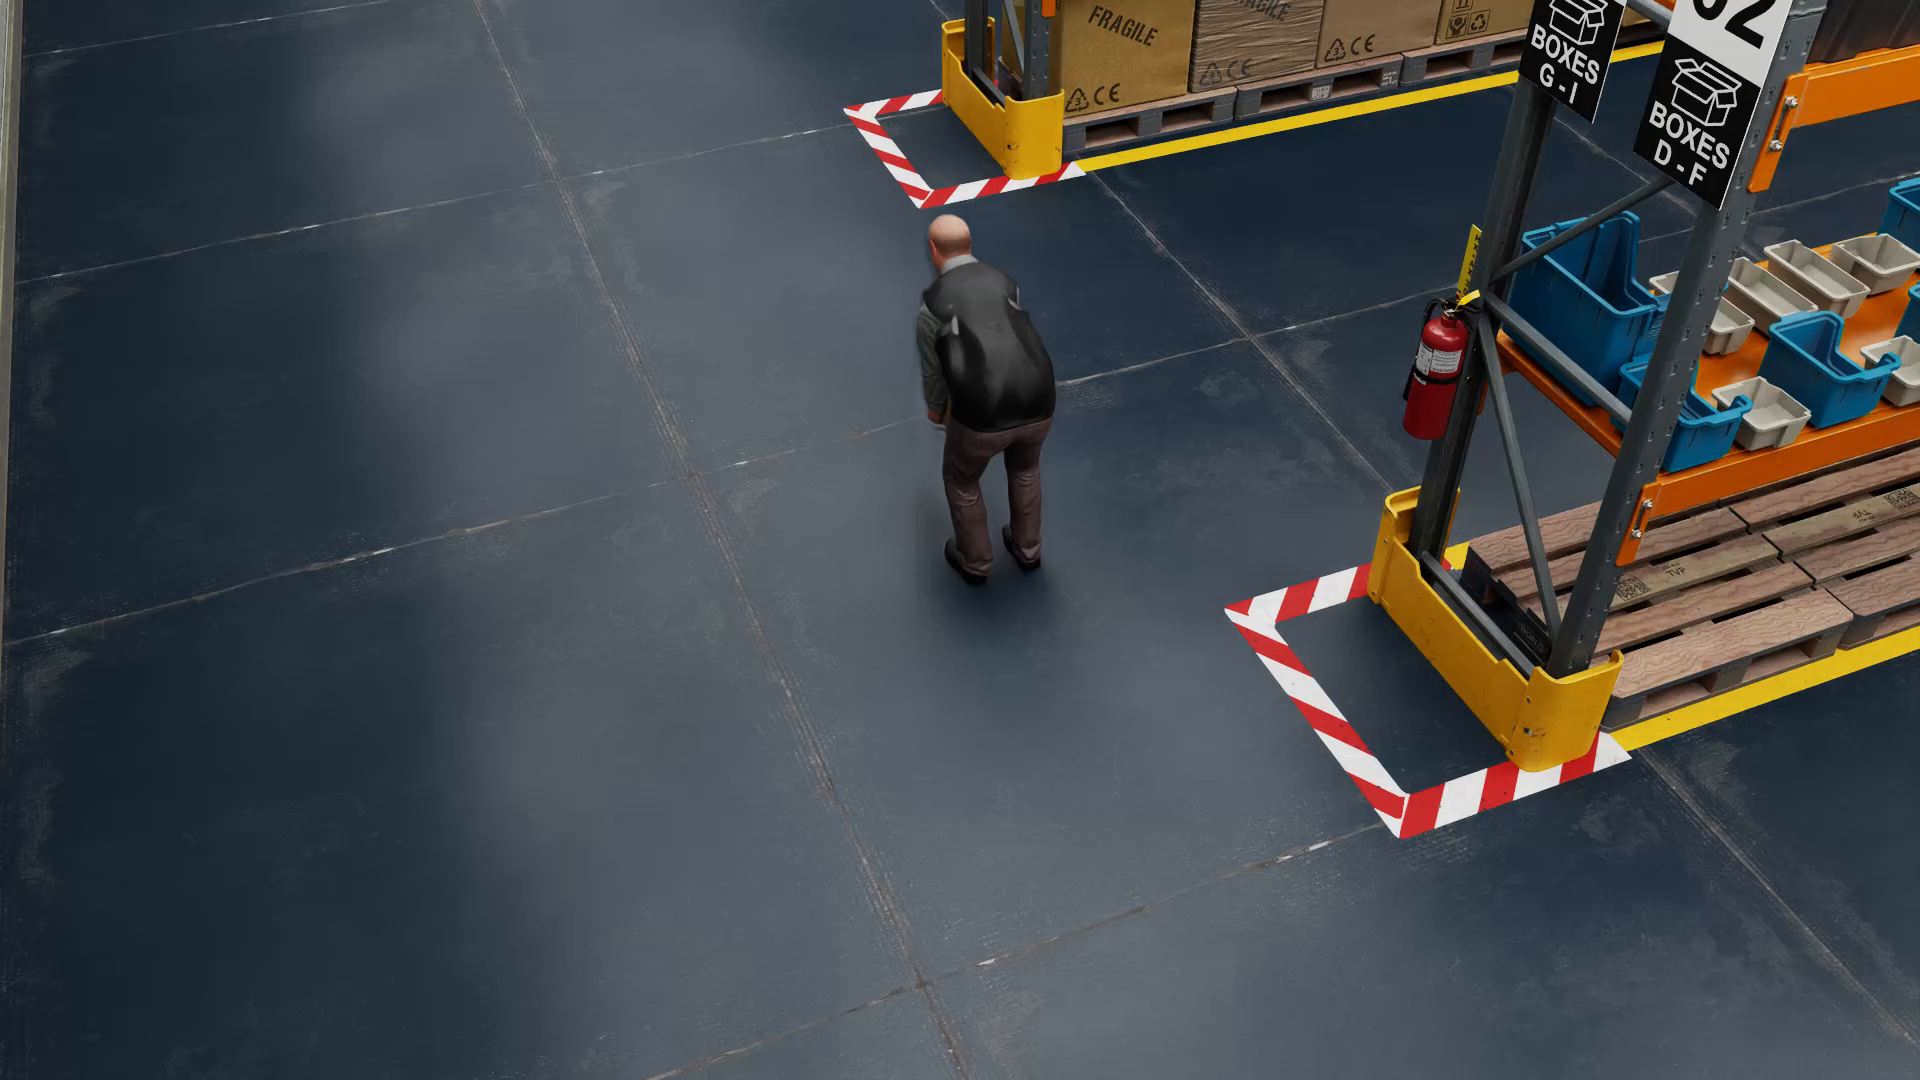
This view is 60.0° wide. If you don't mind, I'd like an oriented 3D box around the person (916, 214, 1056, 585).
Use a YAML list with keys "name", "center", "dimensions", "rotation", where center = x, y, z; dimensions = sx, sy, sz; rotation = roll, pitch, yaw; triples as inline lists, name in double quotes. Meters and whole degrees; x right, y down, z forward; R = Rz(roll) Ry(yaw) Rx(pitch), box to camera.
- name: "person"
  center: [0.075, -0.569, 7.003]
  dimensions: [0.466, 1.487, 0.799]
  rotation: [-16, 44, -17]
